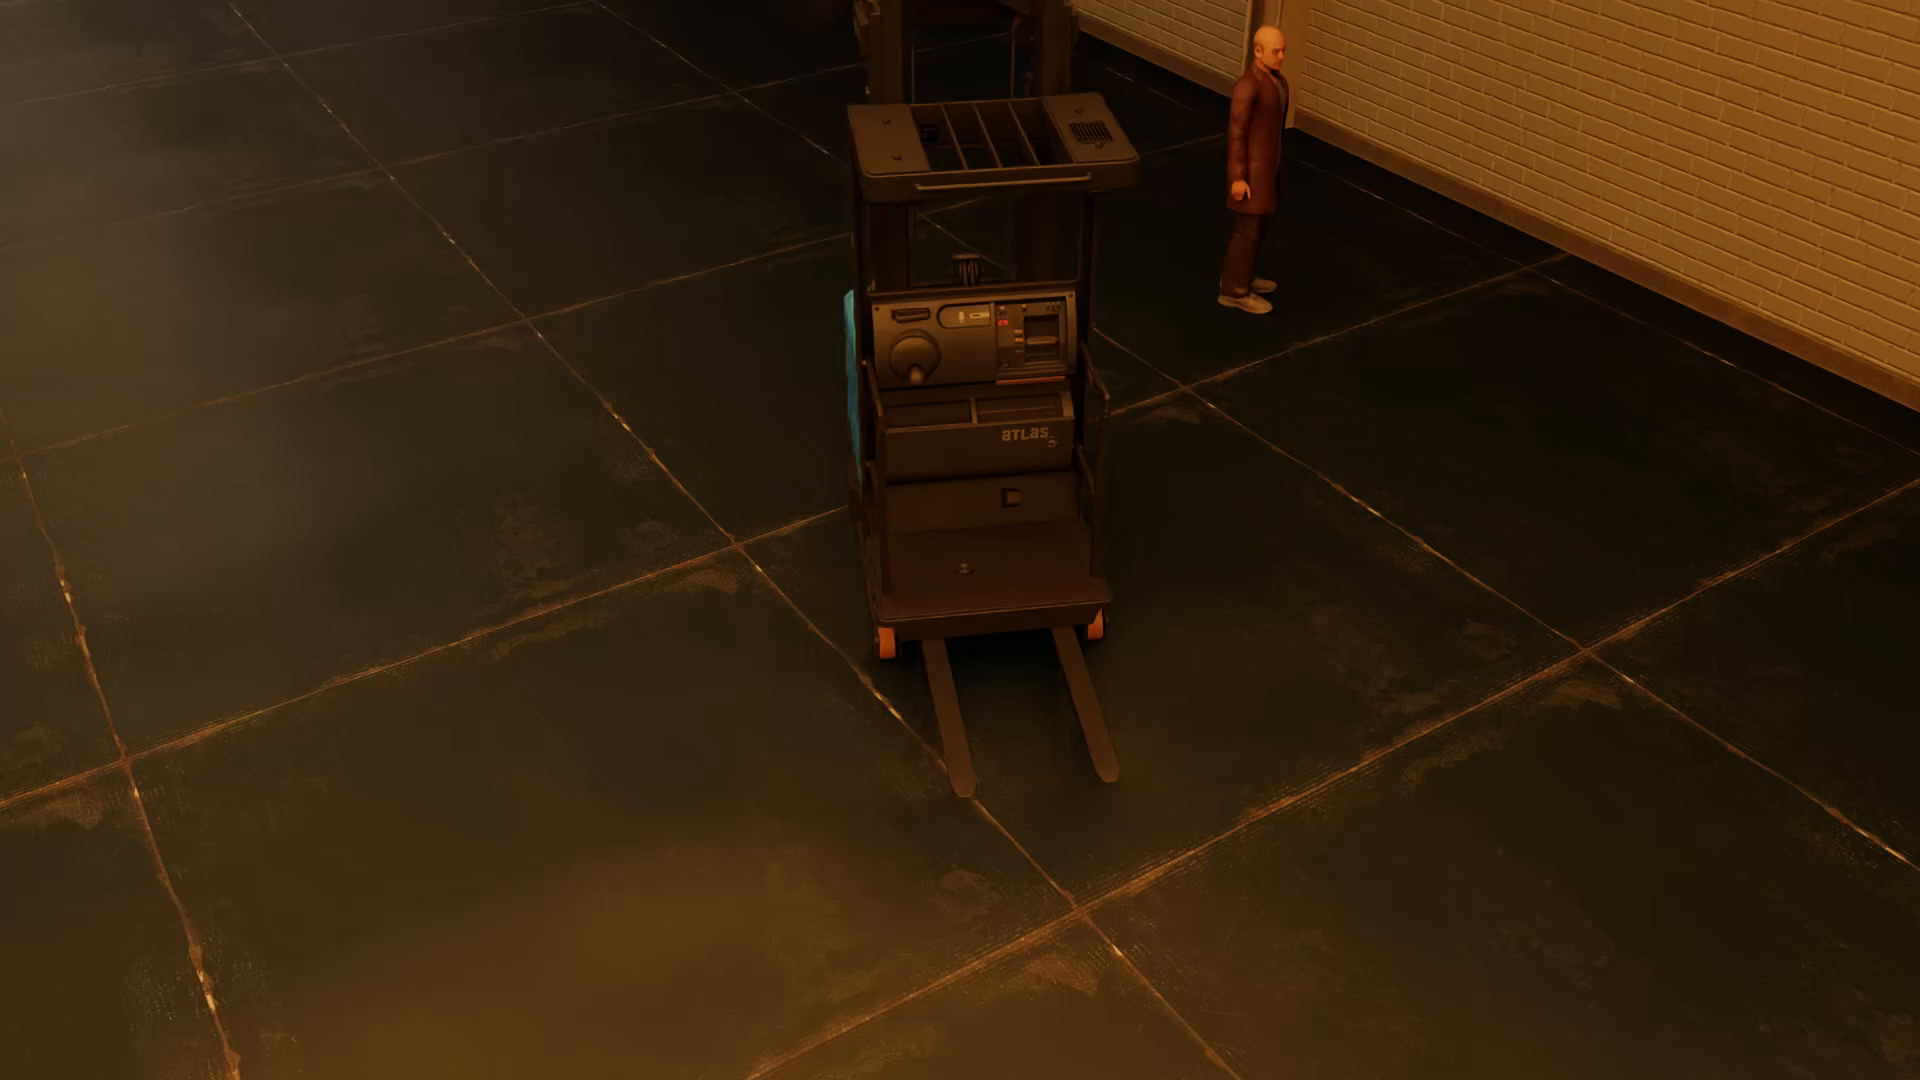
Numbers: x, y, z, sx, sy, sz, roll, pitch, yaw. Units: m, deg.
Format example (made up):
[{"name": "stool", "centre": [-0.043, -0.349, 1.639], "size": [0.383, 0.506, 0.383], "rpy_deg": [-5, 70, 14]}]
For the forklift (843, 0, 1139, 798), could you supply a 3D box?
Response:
[{"name": "forklift", "centre": [0.103, -0.851, 7.359], "size": [1.130, 2.935, 3.031], "rpy_deg": [-5, 35, -7]}]

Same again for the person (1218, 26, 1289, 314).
[{"name": "person", "centre": [1.899, -2.334, 10.470], "size": [0.428, 1.782, 0.655], "rpy_deg": [14, 38, 20]}]
